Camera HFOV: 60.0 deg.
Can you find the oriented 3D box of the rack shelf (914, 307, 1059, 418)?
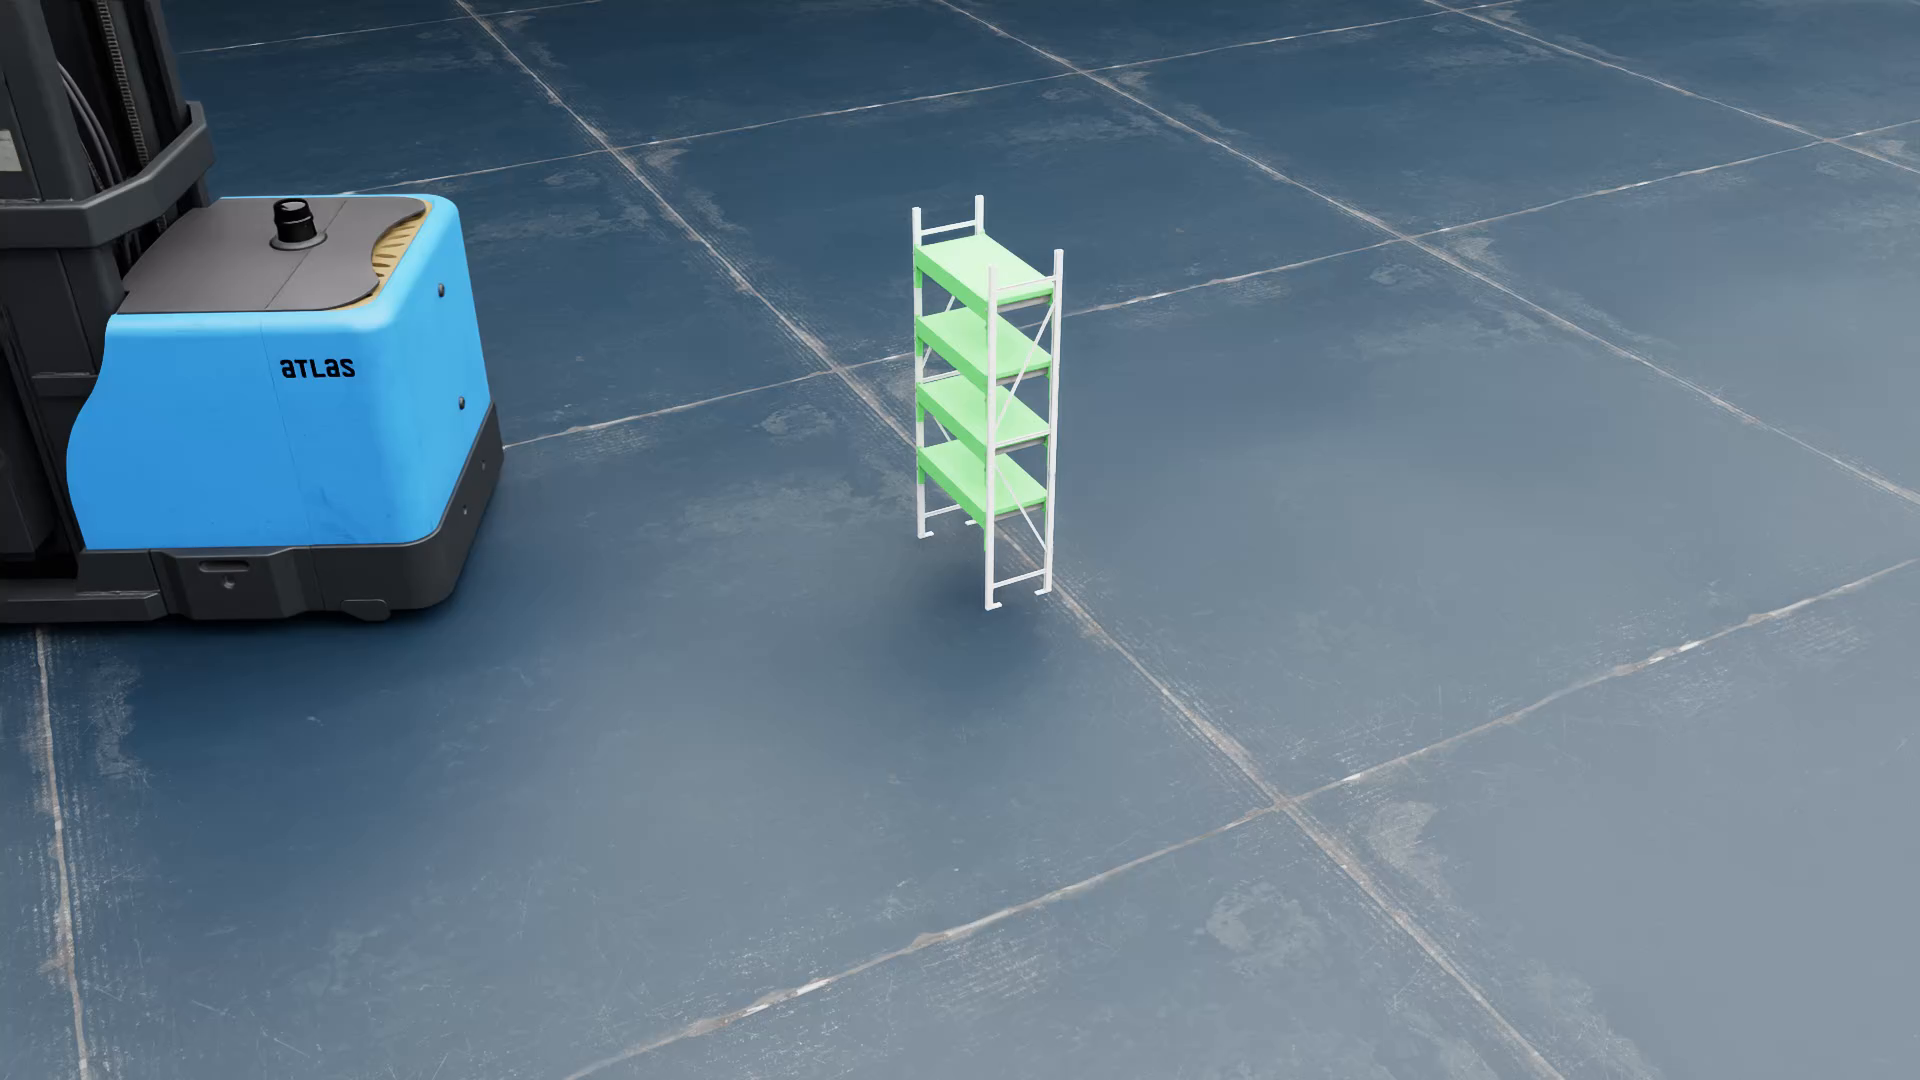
[{"bbox_3d":[0.077,-0.574,5.208,0.258,0.148,0.480,-16,36,-23],"label":"rack shelf"}]

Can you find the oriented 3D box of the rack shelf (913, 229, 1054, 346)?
[{"bbox_3d":[0.077,-0.777,5.079,0.258,0.148,0.480,-16,36,-23],"label":"rack shelf"}]

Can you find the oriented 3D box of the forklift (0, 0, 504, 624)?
[{"bbox_3d":[-3.163,-1.209,4.920,3.031,2.935,1.130,-1,33,-2],"label":"forklift"}]

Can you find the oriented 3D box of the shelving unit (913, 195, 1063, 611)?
[{"bbox_3d":[0.077,-0.426,5.303,0.258,1.200,0.503,-16,36,-23],"label":"shelving unit"}]

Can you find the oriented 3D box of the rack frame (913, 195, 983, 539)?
[{"bbox_3d":[-0.037,-0.543,5.485,0.240,1.200,0.015,-16,36,-23],"label":"rack frame"}]

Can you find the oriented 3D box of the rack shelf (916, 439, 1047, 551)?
[{"bbox_3d":[0.077,-0.170,5.467,0.258,0.148,0.480,-16,36,-23],"label":"rack shelf"}]

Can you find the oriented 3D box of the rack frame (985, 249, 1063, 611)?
[{"bbox_3d":[0.191,-0.310,5.121,0.240,1.200,0.015,-16,36,-23],"label":"rack frame"}]

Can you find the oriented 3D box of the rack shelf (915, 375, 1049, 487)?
[{"bbox_3d":[0.077,-0.372,5.337,0.258,0.148,0.480,-16,36,-23],"label":"rack shelf"}]
